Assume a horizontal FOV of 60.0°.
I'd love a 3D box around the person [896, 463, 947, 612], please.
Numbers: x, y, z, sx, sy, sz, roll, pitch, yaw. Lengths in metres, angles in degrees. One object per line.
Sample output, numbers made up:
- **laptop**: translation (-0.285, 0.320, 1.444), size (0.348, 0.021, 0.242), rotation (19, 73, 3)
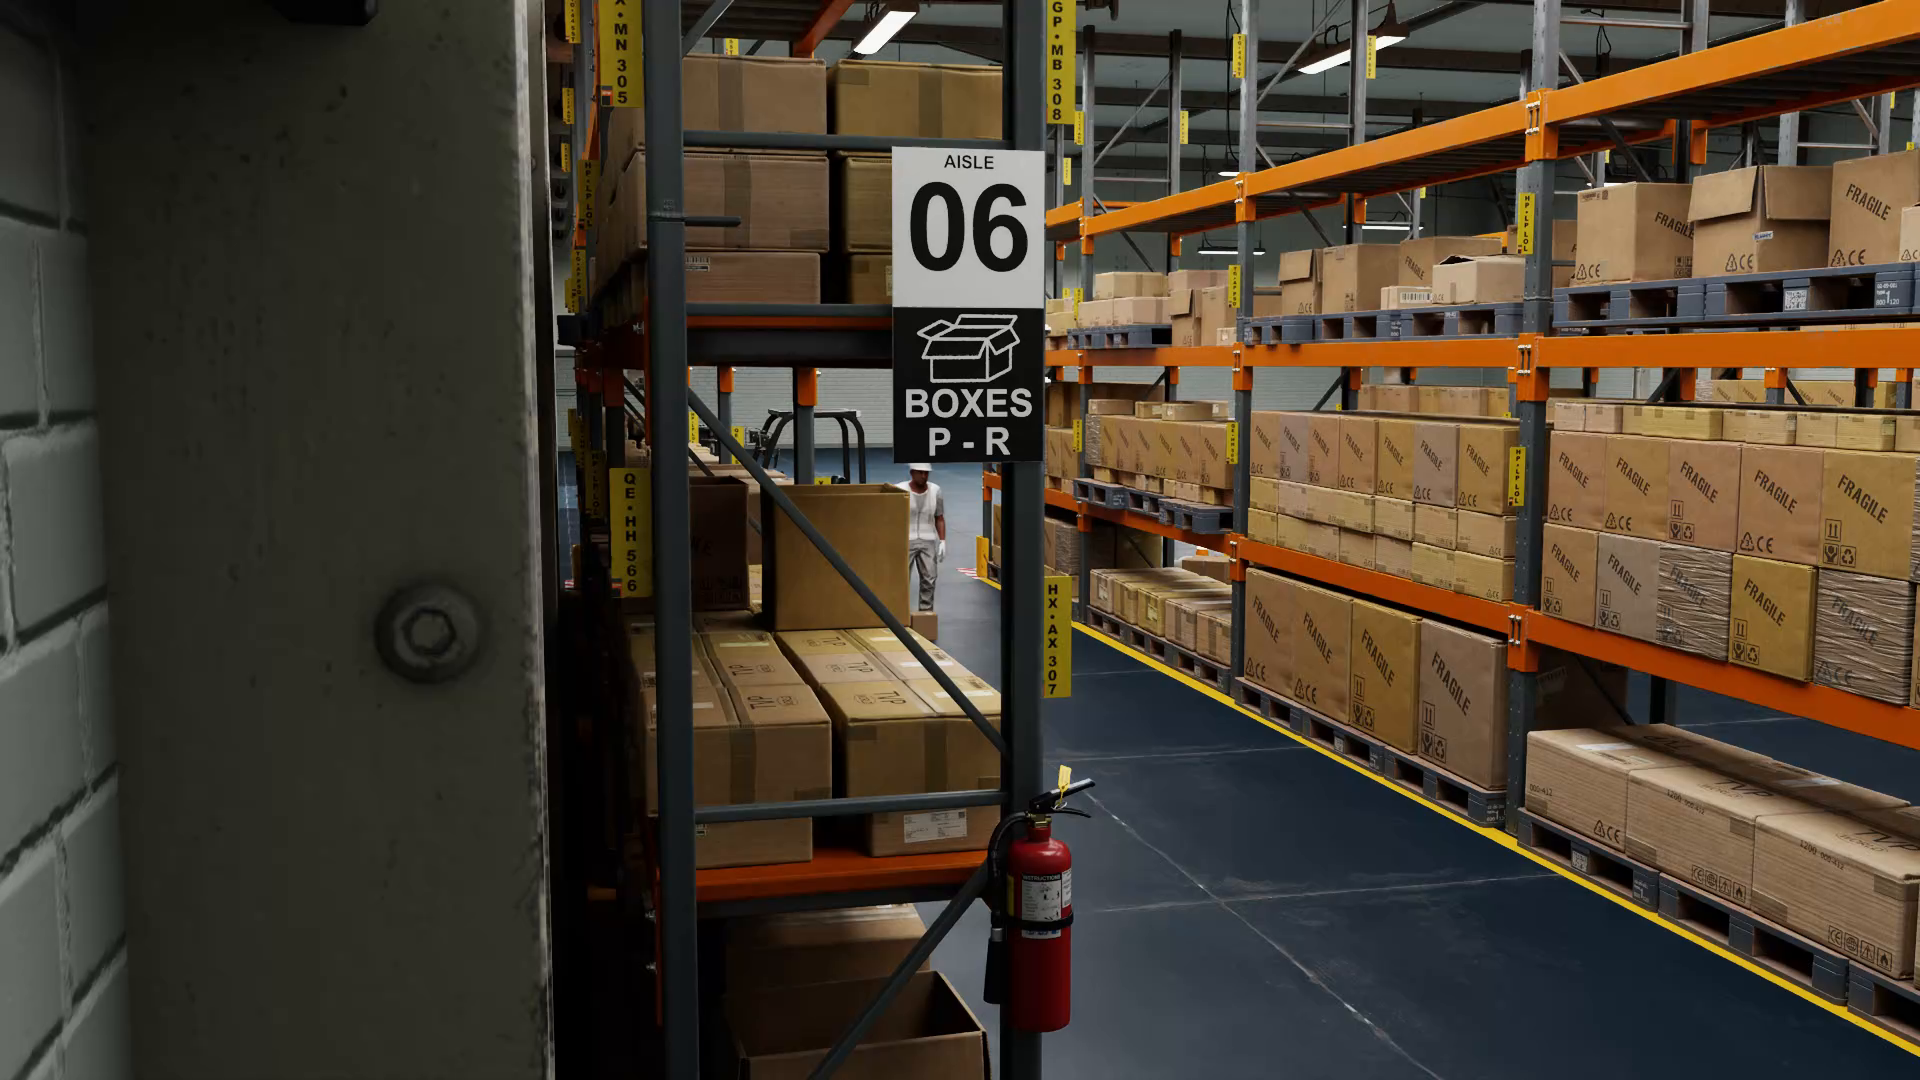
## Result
- **person**: translation (-0.428, 0.056, 16.323), size (0.621, 1.773, 0.450), rotation (-2, 6, -17)
